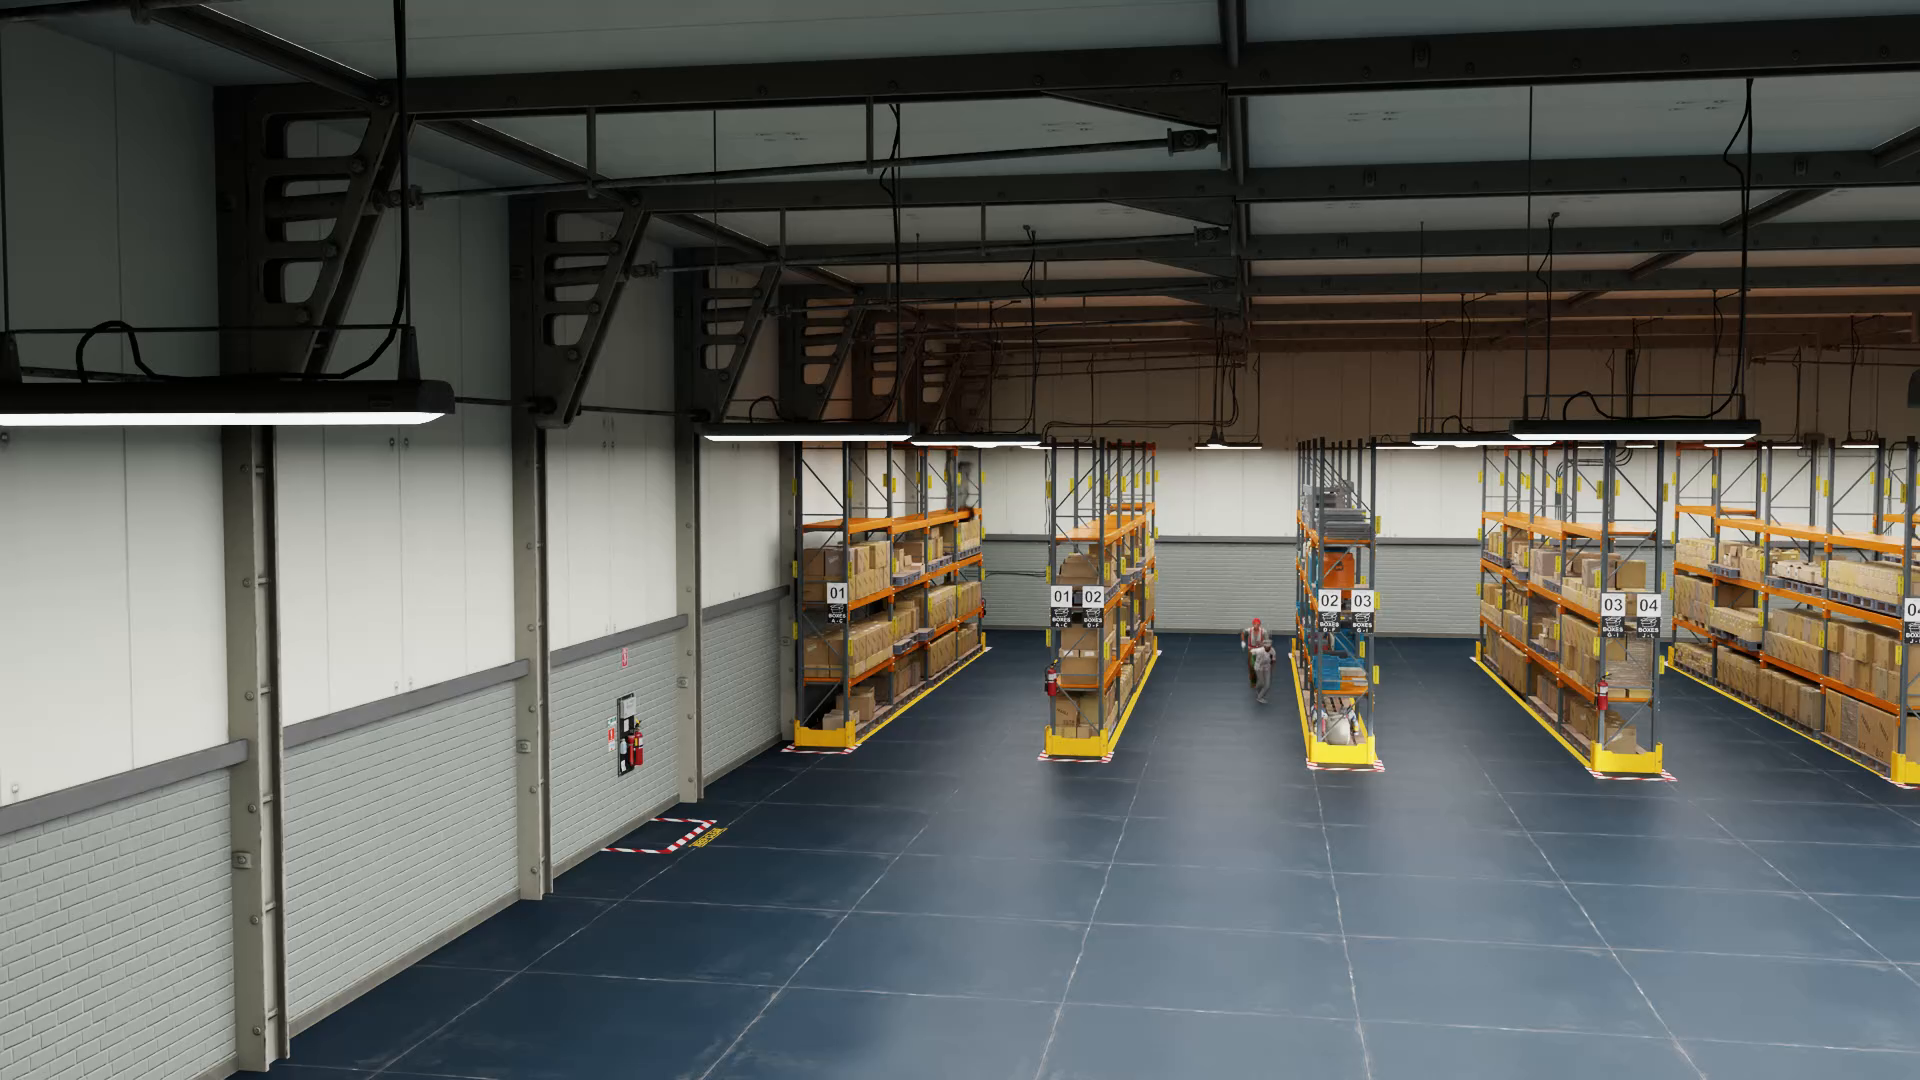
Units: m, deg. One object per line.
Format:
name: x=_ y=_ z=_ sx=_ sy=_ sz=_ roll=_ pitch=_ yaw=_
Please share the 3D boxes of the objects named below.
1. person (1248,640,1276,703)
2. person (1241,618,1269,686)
person: x=6.867 y=2.990 z=37.779 sx=0.597 sy=1.484 sz=0.777 roll=0 pitch=3 yaw=-7
person: x=7.161 y=2.732 z=40.325 sx=0.647 sy=1.702 sz=0.775 roll=0 pitch=3 yaw=4
